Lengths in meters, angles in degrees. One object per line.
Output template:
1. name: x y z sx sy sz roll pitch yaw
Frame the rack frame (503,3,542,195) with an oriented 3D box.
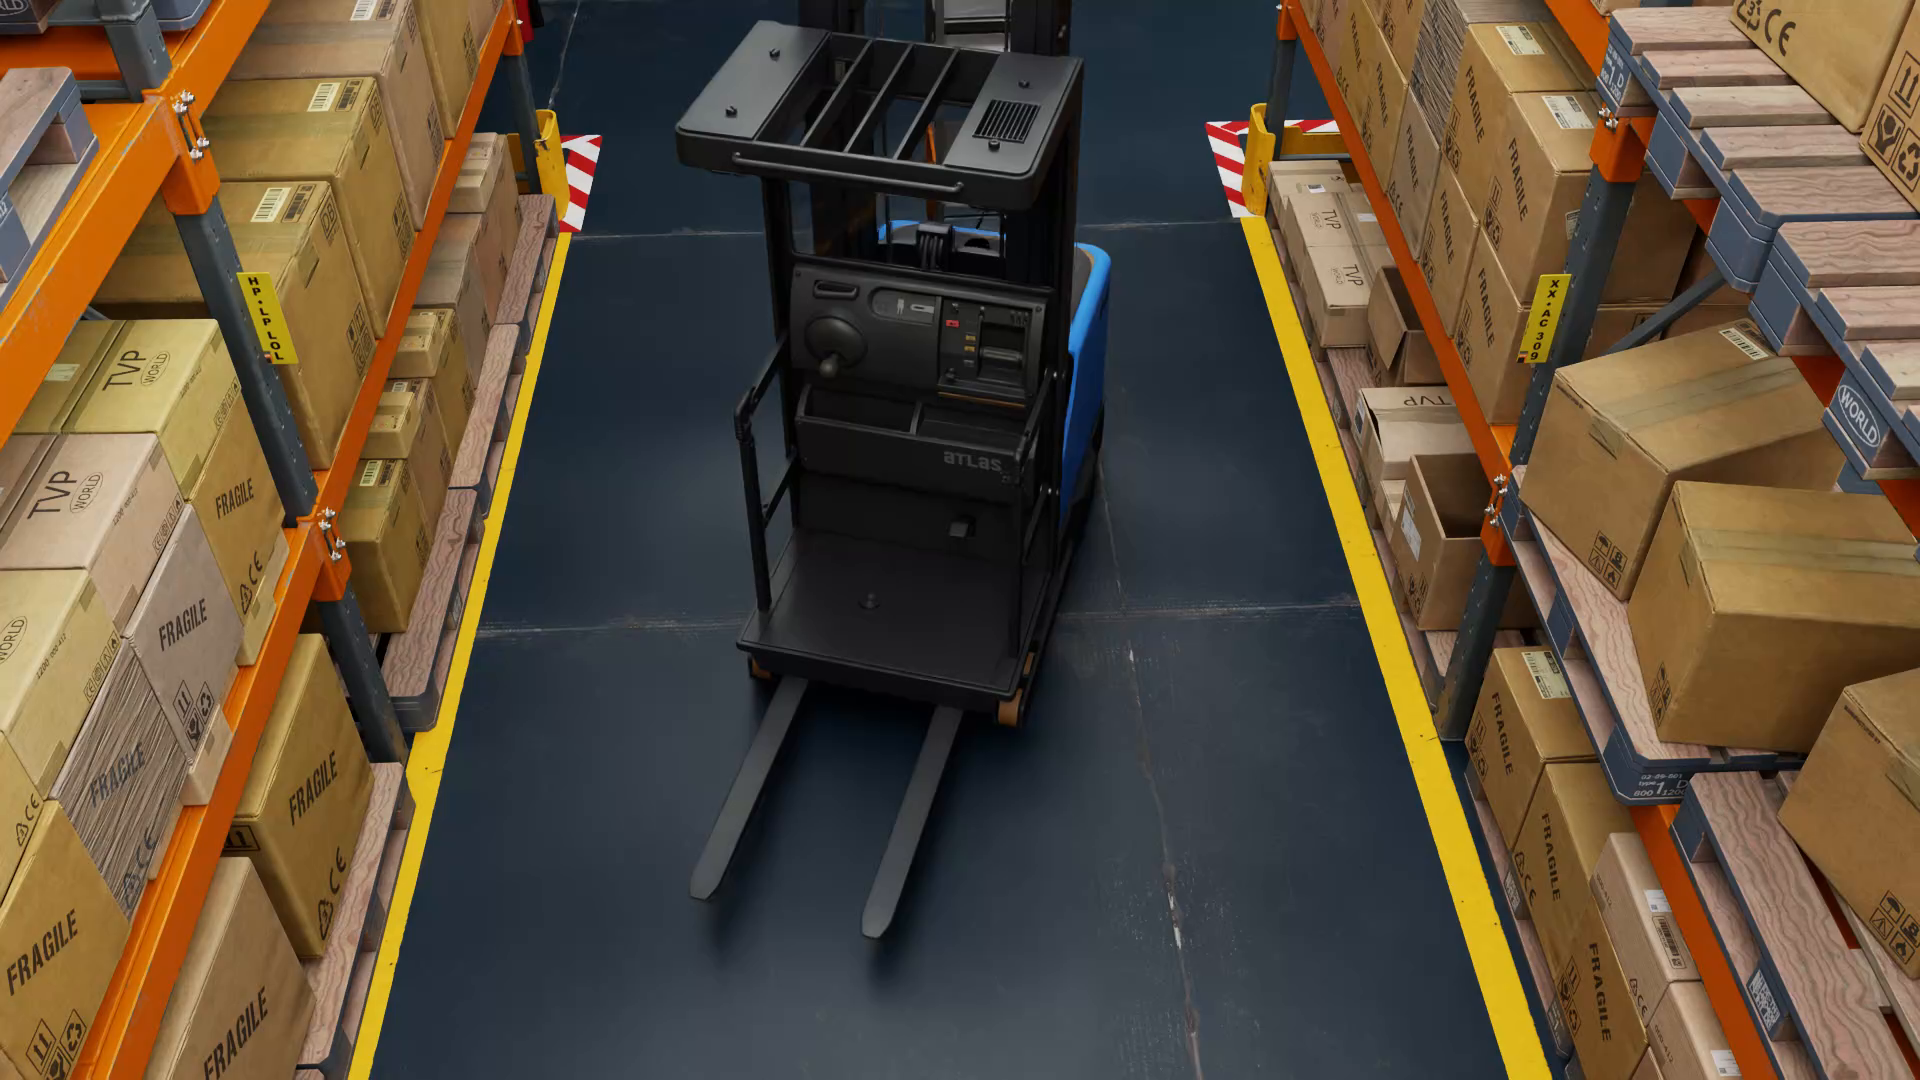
1. rack frame: -2.773 -2.938 8.235 1.000 3.000 0.127 -2 43 -2

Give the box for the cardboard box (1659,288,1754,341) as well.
1. cardboard box: 2.596 -0.771 5.797 0.500 0.500 0.500 -1 43 -1

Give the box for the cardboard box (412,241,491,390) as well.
1. cardboard box: -2.600 -1.024 7.686 0.700 0.500 0.500 -3 43 -3

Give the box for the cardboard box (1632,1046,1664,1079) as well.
1. cardboard box: 2.191 1.749 4.646 0.500 0.500 0.500 -3 43 -3

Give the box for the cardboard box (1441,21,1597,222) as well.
1. cardboard box: 2.041 -1.467 5.817 0.500 0.500 0.500 -2 43 -3

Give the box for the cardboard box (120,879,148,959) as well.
1. cardboard box: -2.296 0.927 4.190 0.380 0.149 0.250 -3 43 -3

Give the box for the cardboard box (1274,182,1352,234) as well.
1. cardboard box: 1.861 -1.739 8.698 0.380 0.166 0.250 -2 43 -2

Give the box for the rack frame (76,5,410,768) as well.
1. rack frame: -2.604 -0.237 5.289 1.000 3.000 0.127 -2 43 -2

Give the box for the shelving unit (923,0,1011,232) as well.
1. shelving unit: 0.073 -1.573 7.411 0.431 2.100 0.503 -3 43 -4

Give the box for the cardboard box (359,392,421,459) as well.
1. cardboard box: -2.365 -0.454 6.585 0.380 0.149 0.250 0 43 0

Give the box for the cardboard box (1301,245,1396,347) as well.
1. cardboard box: 1.958 -1.181 8.028 0.500 0.250 0.500 -2 43 -2

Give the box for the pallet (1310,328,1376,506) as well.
1. pallet: 2.262 -0.643 7.796 1.003 0.211 1.213 -2 43 -2

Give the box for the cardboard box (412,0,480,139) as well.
1. cardboard box: -2.700 -2.213 7.223 0.980 0.700 0.700 -2 43 -2

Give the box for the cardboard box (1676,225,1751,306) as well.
1. cardboard box: 2.607 -1.114 5.431 0.500 0.500 0.500 -1 43 -1

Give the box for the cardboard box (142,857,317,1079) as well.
1. cardboard box: -2.405 1.435 4.744 0.750 0.750 0.750 0 43 0

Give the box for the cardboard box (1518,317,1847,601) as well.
1. cardboard box: 2.142 -0.247 4.915 0.700 0.500 0.500 -15 45 -16

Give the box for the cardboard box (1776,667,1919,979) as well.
1. cardboard box: 2.482 0.617 3.972 0.700 0.500 0.500 -12 44 -13

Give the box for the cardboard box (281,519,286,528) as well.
1. cardboard box: -2.725 -0.114 6.214 0.380 0.149 0.250 -2 43 -2

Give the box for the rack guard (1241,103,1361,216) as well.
1. rack guard: 2.179 -2.110 9.182 1.175 0.500 0.348 -2 43 -2

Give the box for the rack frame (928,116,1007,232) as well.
1. rack frame: 0.051 -1.737 7.590 0.400 2.100 0.015 -3 43 -4

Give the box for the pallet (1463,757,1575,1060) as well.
1. pallet: 2.418 1.194 5.791 1.003 0.211 1.213 -2 43 -2

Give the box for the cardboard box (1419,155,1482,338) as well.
1. cardboard box: 2.045 -1.097 6.153 0.500 0.500 0.500 -1 43 -1

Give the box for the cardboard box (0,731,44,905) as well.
1. cardboard box: -2.272 0.674 3.431 0.500 0.250 0.500 -2 43 -3

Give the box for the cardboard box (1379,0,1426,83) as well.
1. cardboard box: 2.000 -2.147 6.559 0.500 0.500 0.500 -2 43 -2

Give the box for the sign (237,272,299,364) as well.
1. sign: -2.062 -0.657 4.949 0.100 0.325 0.005 -2 43 -2

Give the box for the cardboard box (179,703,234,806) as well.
1. cardboard box: -2.236 0.591 4.557 0.380 0.149 0.250 -2 43 -2

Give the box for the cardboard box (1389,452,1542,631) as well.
1. cardboard box: 2.038 0.001 6.554 0.500 0.500 0.500 -2 43 -2

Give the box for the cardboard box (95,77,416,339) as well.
1. cardboard box: -2.636 -1.208 6.126 0.980 0.700 0.700 -3 43 -3

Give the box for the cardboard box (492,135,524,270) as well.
1. cardboard box: -2.644 -1.701 8.425 0.700 0.500 0.500 -2 43 -2

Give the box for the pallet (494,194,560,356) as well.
1. pallet: -2.661 -1.372 8.591 1.003 0.211 1.213 -2 43 -2

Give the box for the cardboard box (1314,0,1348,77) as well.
1. cardboard box: 1.958 -2.464 7.644 0.500 0.500 0.500 -2 43 -2

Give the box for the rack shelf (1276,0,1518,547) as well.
1. rack shelf: 2.261 -1.467 7.163 1.077 0.370 4.000 -2 43 -2

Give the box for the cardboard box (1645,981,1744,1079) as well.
1. cardboard box: 2.187 1.448 4.420 0.500 0.250 0.500 -2 43 -3

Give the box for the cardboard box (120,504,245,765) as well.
1. cardboard box: -2.301 0.257 4.440 0.500 0.500 0.500 -1 43 -1

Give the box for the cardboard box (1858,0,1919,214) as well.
1. cardboard box: 2.344 -0.924 3.359 0.600 0.600 0.600 -2 43 -2

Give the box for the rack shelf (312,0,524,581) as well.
1. rack shelf: -2.688 -1.322 7.005 1.077 0.370 4.000 -2 43 -2

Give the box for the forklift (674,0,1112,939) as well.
1. forklift: -0.210 -0.647 5.787 1.130 2.935 3.031 10 43 11

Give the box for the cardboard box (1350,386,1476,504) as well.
1. cardboard box: 2.006 -0.436 7.170 0.500 0.311 0.500 -2 43 -2

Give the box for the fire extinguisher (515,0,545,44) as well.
1. fire extinguisher: -2.319 -2.887 8.513 0.296 0.674 0.183 -2 43 -2

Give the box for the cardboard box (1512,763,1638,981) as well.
1. cardboard box: 2.156 1.071 5.386 0.500 0.500 0.500 -1 43 -1

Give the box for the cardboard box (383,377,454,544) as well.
1. cardboard box: -2.551 -0.318 6.916 0.700 0.500 0.500 -2 43 -2

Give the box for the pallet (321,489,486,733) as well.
1. pallet: -2.558 0.275 6.794 1.003 0.211 1.213 -2 43 -2

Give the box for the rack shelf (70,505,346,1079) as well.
1. rack shelf: -2.519 1.378 4.059 1.077 0.370 4.000 -2 43 -2

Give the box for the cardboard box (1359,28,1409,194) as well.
1. cardboard box: 1.996 -1.788 6.906 0.500 0.500 0.500 -1 43 -1

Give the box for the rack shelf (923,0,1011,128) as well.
1. rack shelf: 0.077 -2.079 6.947 0.431 0.518 0.480 -3 43 -4

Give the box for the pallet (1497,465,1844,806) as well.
1. pallet: 2.270 0.231 4.920 1.003 0.211 1.213 -2 43 -2

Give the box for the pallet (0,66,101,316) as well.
1. pallet: -2.515 -0.655 3.666 0.805 0.209 1.217 -3 43 -4

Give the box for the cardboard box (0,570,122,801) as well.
1. cardboard box: -2.294 0.330 3.806 0.500 0.250 0.500 -1 43 -1

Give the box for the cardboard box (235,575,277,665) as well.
1. cardboard box: -2.272 0.238 4.942 0.380 0.149 0.250 -1 43 -1

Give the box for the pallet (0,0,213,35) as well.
1. pallet: -2.628 -1.863 4.908 1.003 0.211 1.213 -2 43 -2

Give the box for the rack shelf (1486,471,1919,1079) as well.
1. rack shelf: 2.430 1.233 4.217 1.077 0.370 4.000 -2 43 -2

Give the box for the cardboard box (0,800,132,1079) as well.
1. cardboard box: -2.261 0.934 3.703 0.500 0.500 0.500 -1 43 -1

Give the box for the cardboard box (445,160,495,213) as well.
1. cardboard box: -2.445 -1.687 7.929 0.380 0.149 0.250 -1 43 -1

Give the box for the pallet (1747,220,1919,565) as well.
1. pallet: 2.350 -0.276 3.251 1.213 0.211 1.003 -2 43 -2
